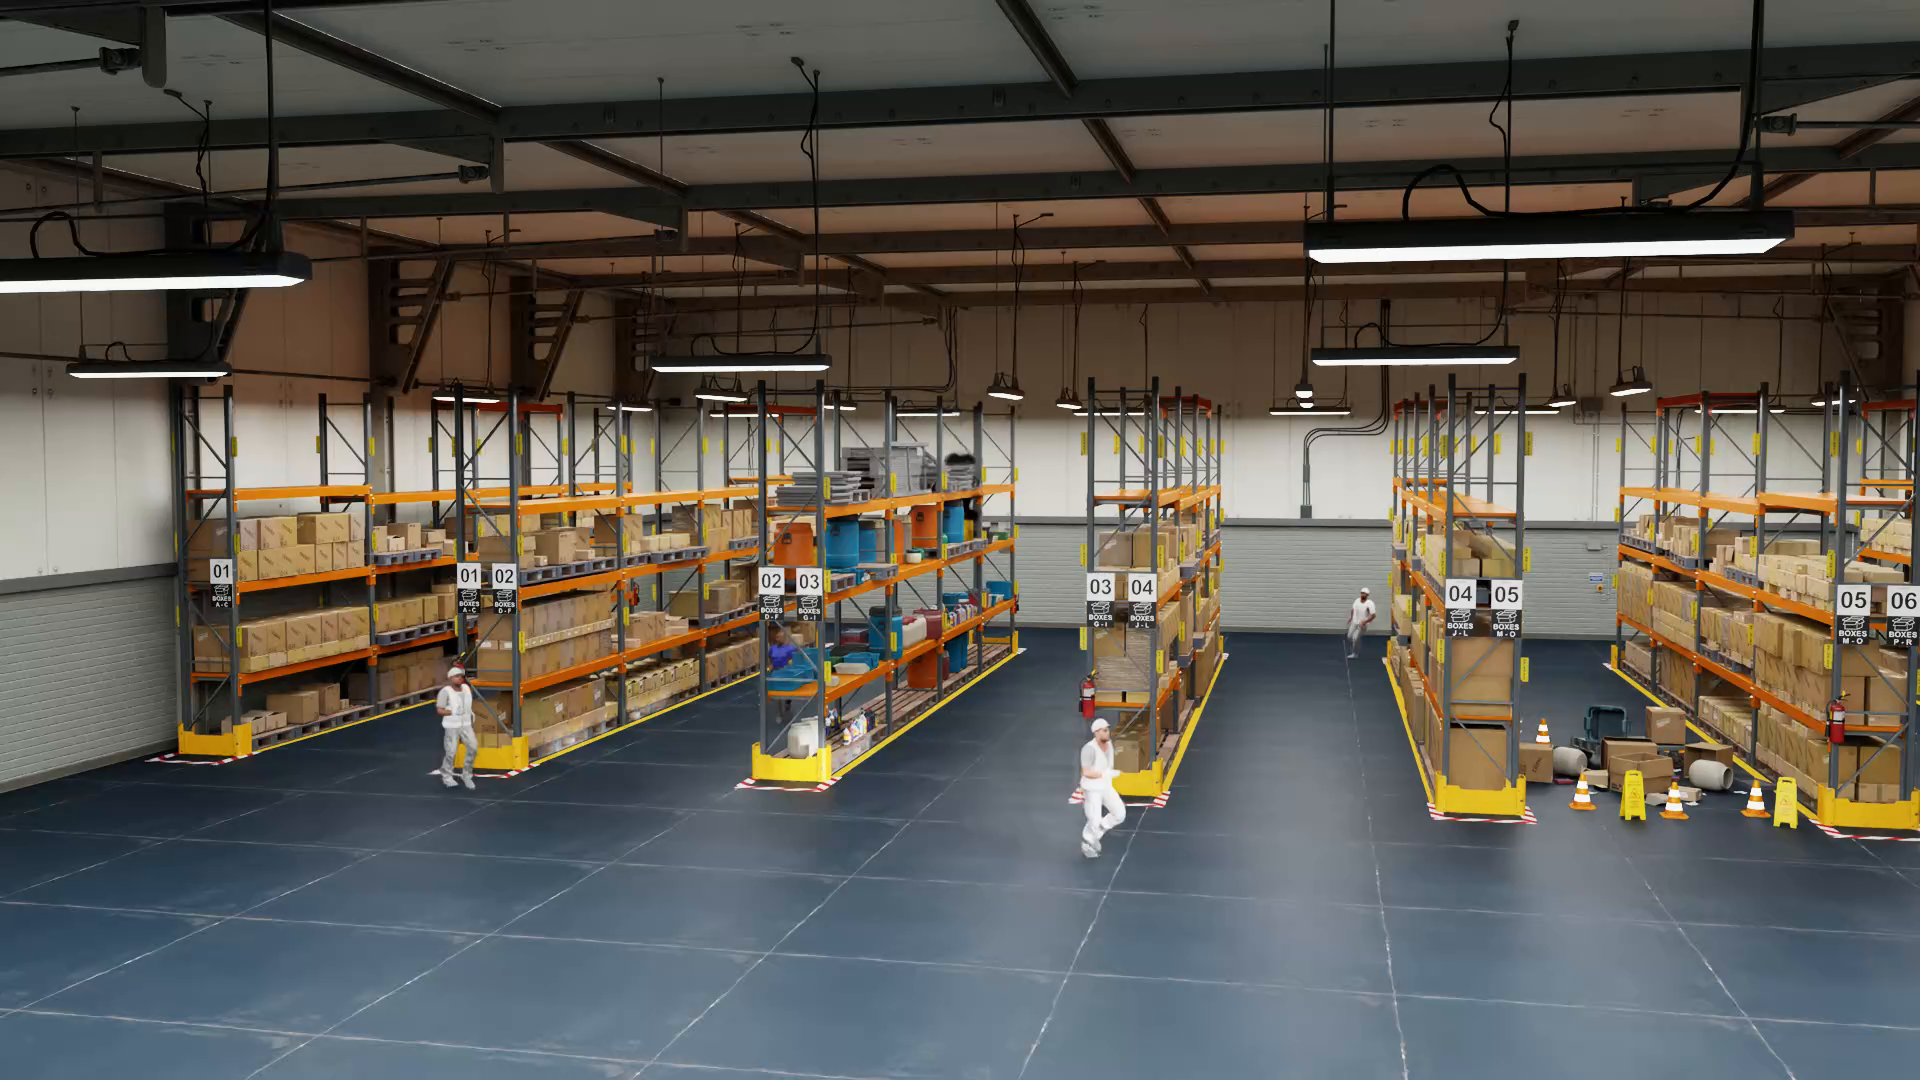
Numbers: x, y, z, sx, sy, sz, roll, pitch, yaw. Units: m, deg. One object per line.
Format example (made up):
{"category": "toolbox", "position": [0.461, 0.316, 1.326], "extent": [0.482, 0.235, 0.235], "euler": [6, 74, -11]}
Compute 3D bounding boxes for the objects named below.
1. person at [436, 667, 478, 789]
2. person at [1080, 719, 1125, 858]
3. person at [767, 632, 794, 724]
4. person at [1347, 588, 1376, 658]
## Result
{"category": "person", "position": [-7.322, 2.759, 24.306], "extent": [0.702, 1.809, 0.695], "euler": [3, 4, 44]}
{"category": "person", "position": [1.712, 2.998, 20.009], "extent": [0.704, 1.726, 0.726], "euler": [-3, 4, -43]}
{"category": "person", "position": [-3.280, 2.543, 30.448], "extent": [0.578, 1.556, 0.771], "euler": [0, 3, 3]}
{"category": "person", "position": [9.420, 1.965, 39.181], "extent": [0.535, 1.693, 0.747], "euler": [-3, 4, -42]}
